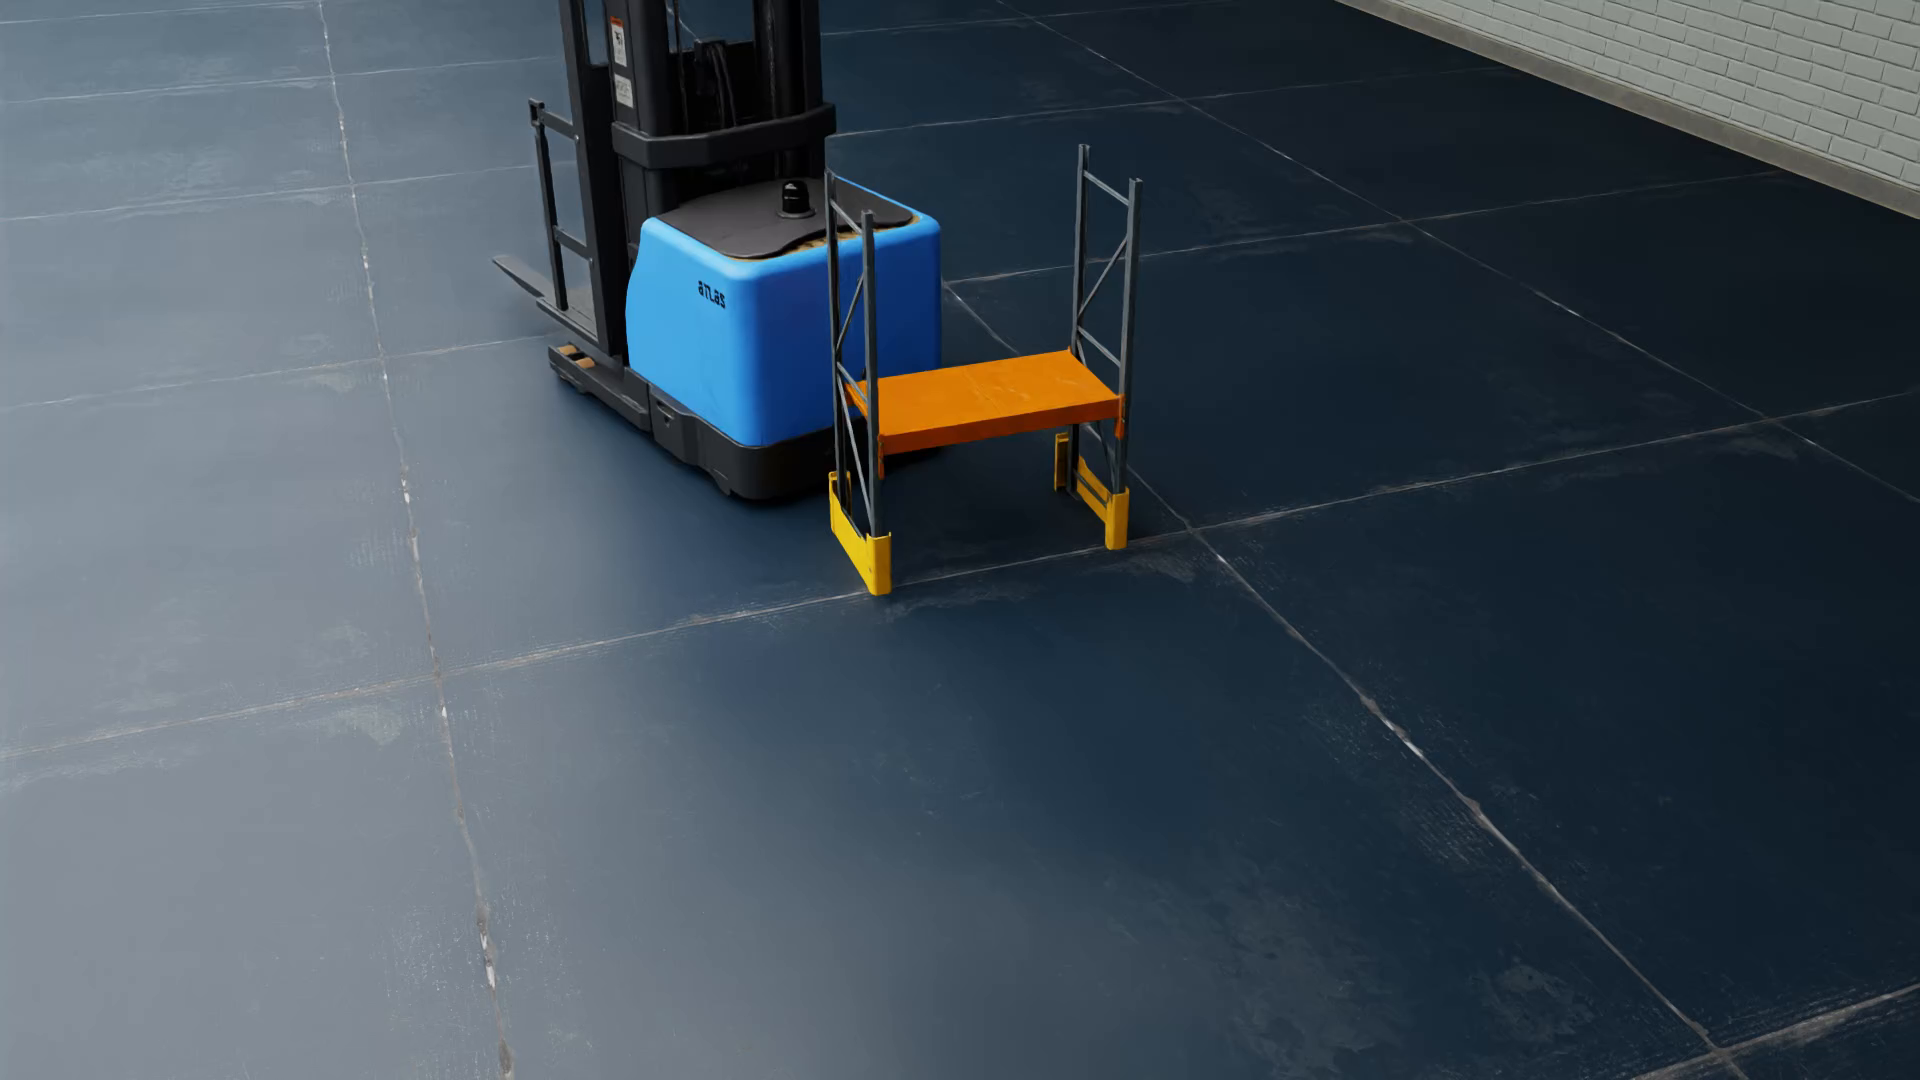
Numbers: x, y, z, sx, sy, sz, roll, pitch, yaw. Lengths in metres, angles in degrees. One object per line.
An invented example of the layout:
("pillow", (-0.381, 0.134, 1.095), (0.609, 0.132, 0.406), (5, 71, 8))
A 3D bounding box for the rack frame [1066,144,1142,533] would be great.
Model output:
("rack frame", (0.556, -0.754, 6.559), (0.032, 1.500, 0.500), (-10, 31, -18))

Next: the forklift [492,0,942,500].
("forklift", (-1.350, -2.111, 7.494), (1.130, 2.935, 3.031), (-20, 36, -32))

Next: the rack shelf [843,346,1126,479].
("rack shelf", (0.080, -0.510, 6.494), (1.000, 0.185, 0.538), (-10, 31, -18))

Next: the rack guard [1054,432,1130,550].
("rack guard", (0.538, -0.208, 6.862), (0.087, 0.250, 0.587), (-10, 31, -18))

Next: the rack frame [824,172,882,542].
("rack frame", (-0.396, -0.579, 6.251), (0.032, 1.500, 0.500), (-10, 31, -18))

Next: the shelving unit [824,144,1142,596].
("shelving unit", (0.071, -0.665, 6.402), (1.083, 1.500, 0.587), (-10, 31, -18))

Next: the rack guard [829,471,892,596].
("rack guard", (-0.395, -0.036, 6.560), (0.087, 0.250, 0.587), (-10, 31, -18))
